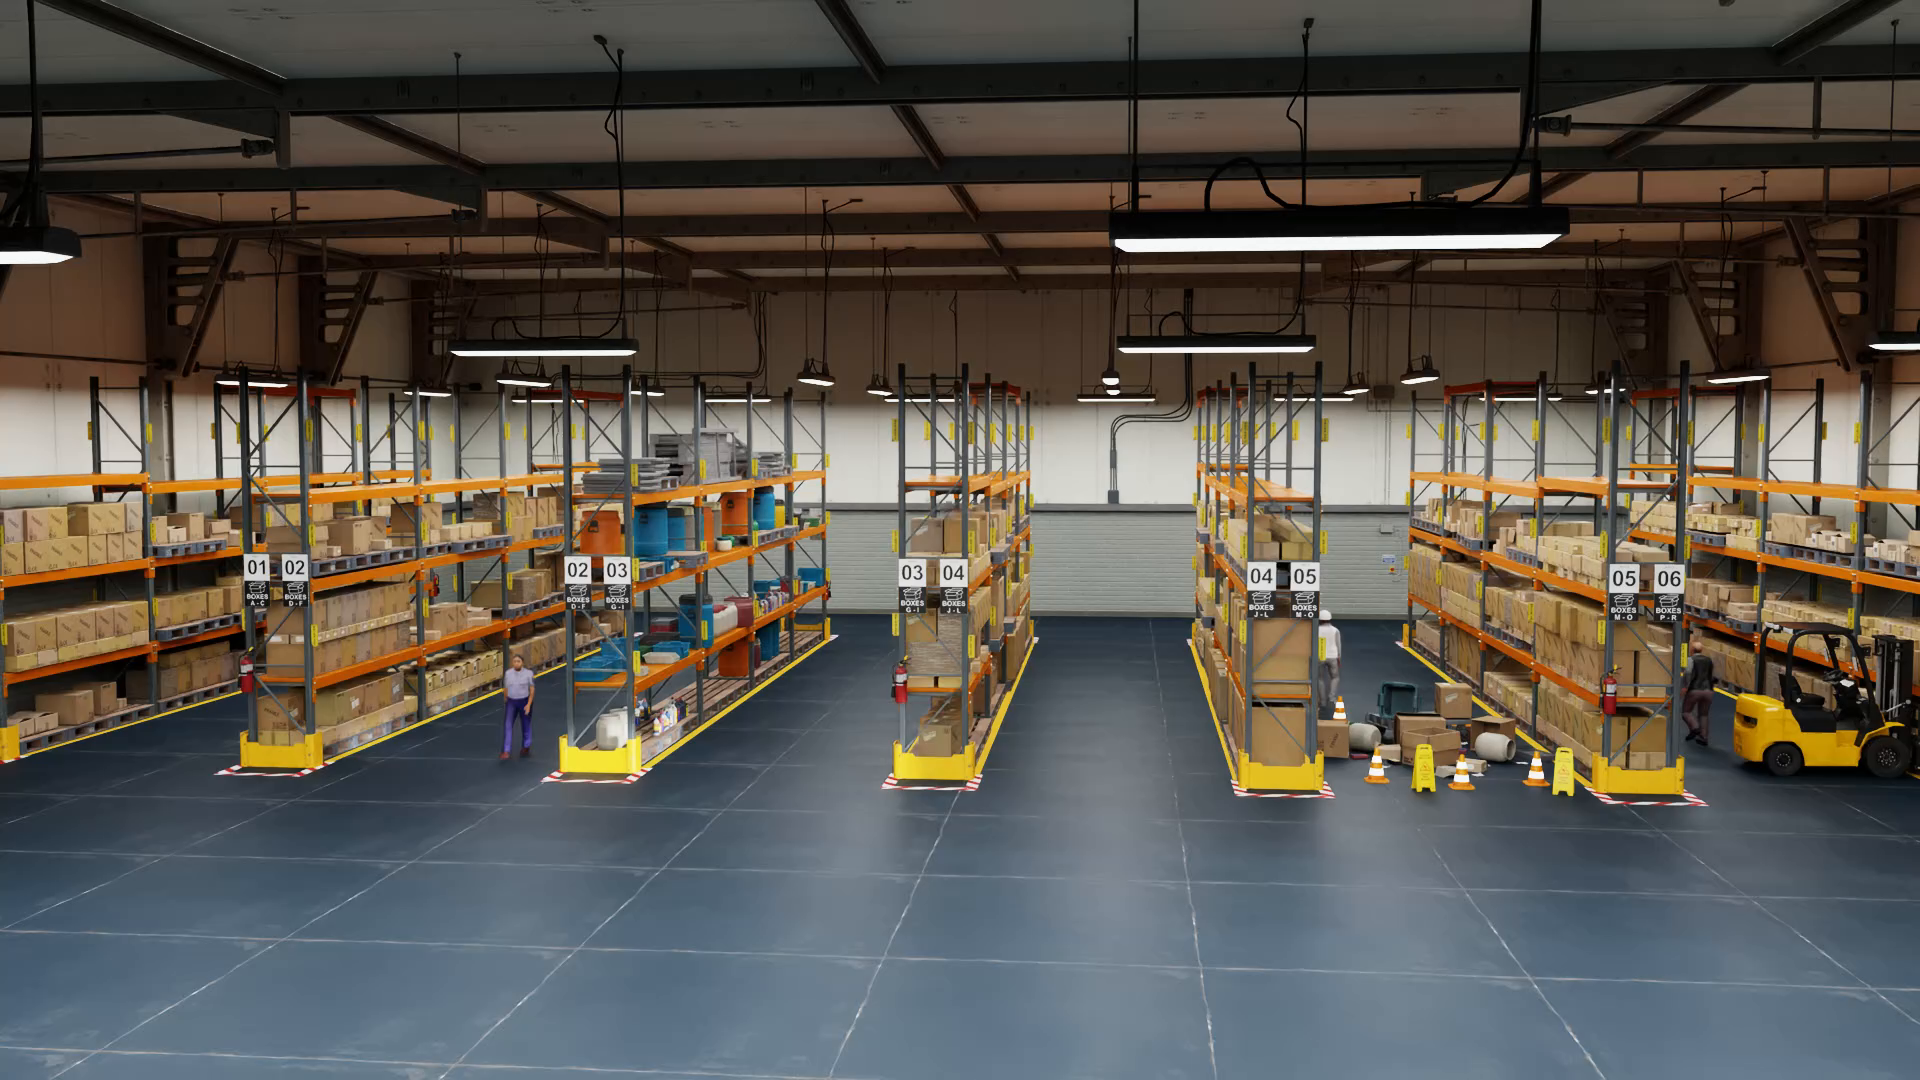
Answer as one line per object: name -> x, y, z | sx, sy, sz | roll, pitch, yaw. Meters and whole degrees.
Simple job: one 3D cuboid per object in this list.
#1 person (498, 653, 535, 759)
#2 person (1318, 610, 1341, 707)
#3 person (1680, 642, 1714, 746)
person -> -6.804, 2.543, 25.548 | 0.526, 1.593, 0.974 | -1, 4, -11
person -> 6.700, 2.171, 30.438 | 0.566, 1.772, 0.537 | 0, 4, 7
person -> 11.949, 2.472, 26.939 | 0.584, 1.616, 0.739 | 0, 4, 7
